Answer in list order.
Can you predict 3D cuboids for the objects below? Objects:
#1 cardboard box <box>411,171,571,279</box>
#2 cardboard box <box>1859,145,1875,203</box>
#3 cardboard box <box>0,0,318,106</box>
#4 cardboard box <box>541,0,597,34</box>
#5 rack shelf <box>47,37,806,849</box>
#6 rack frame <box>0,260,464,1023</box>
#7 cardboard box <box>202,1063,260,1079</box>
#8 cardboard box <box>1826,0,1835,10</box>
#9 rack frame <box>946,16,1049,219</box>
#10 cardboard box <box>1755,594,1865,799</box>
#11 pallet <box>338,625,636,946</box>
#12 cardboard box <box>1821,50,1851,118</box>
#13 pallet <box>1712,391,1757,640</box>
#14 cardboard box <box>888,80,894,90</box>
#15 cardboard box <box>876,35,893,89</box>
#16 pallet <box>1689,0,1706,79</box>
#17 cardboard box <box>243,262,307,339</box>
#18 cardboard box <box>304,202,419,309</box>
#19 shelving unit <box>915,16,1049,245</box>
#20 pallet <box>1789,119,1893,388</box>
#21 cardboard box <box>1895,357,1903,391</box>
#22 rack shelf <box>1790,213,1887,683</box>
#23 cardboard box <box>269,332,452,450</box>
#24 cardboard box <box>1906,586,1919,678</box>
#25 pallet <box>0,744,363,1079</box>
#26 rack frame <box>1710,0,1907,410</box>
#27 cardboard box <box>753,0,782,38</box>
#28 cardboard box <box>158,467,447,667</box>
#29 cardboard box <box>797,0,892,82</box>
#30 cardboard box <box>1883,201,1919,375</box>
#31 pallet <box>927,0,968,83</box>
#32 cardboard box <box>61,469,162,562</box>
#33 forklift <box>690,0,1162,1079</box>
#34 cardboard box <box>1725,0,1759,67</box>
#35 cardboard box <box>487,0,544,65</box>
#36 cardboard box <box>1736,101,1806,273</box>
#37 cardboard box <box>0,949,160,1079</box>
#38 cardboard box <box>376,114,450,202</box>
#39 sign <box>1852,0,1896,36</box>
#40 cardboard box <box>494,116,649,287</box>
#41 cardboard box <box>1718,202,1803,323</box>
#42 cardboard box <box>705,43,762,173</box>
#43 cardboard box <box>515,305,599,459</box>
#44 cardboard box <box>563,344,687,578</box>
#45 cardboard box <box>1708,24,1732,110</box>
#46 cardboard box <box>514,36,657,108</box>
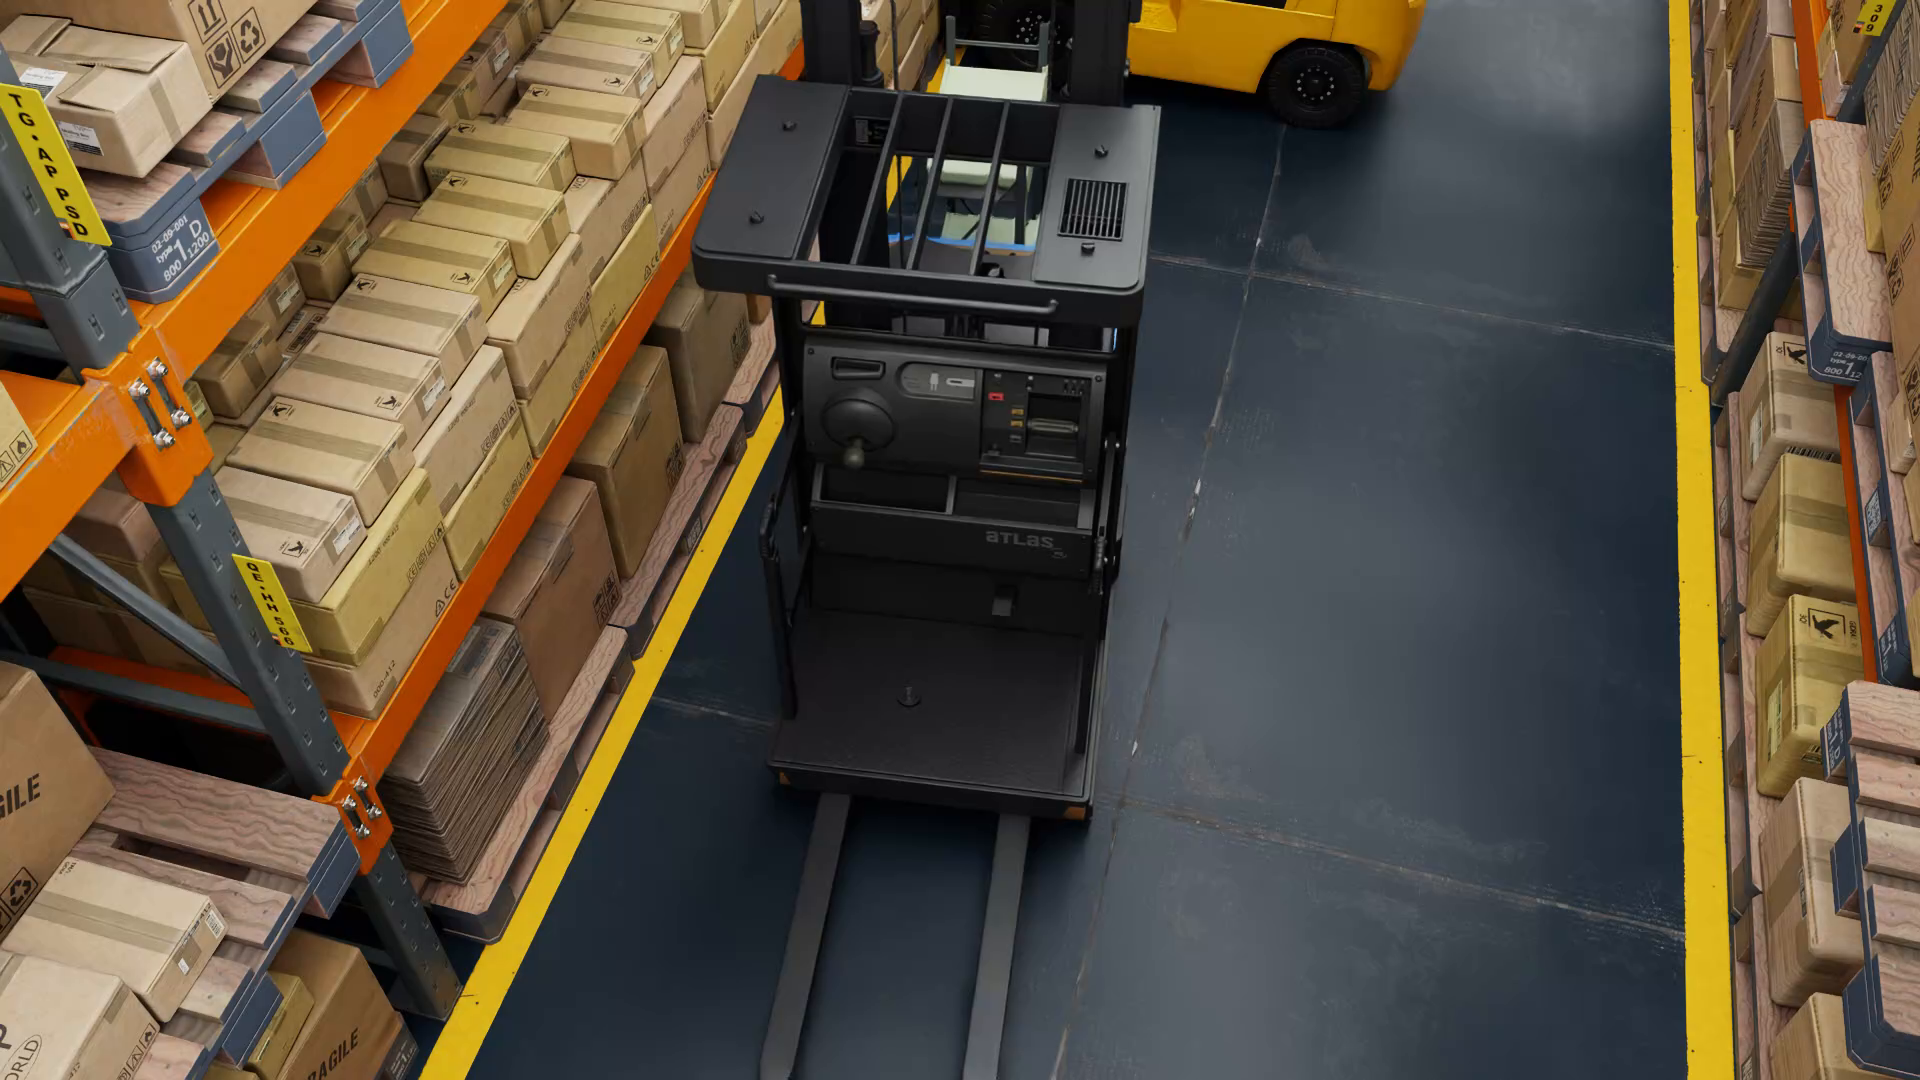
[{"bbox_3d":[-1.408,-0.951,5.008,0.380,0.149,0.250,13,50,11],"label":"cardboard box"},{"bbox_3d":[3.287,-1.230,5.641,0.380,0.149,0.250,12,50,11],"label":"cardboard box"},{"bbox_3d":[-1.680,-1.268,3.374,0.500,0.500,0.500,12,50,10],"label":"cardboard box"},{"bbox_3d":[-1.576,-1.926,6.134,0.500,0.250,0.500,11,50,10],"label":"cardboard box"},{"bbox_3d":[-1.579,-0.803,5.857,1.077,0.370,4.000,12,50,10],"label":"rack shelf"},{"bbox_3d":[-2.105,0.405,4.311,1.000,3.000,0.127,12,50,10],"label":"rack frame"},{"bbox_3d":[-2.033,1.490,4.308,0.380,0.149,0.250,9,49,8],"label":"cardboard box"},{"bbox_3d":[3.743,-2.387,6.510,0.500,0.500,0.500,13,50,11],"label":"cardboard box"},{"bbox_3d":[0.145,-1.516,7.006,0.400,1.500,0.023,6,49,5],"label":"rack frame"},{"bbox_3d":[3.234,0.623,5.591,0.950,0.372,0.625,13,50,11],"label":"cardboard box"},{"bbox_3d":[-1.851,0.740,5.875,1.003,0.211,1.213,12,50,10],"label":"pallet"},{"bbox_3d":[3.528,-1.721,6.354,0.380,0.149,0.250,11,50,10],"label":"cardboard box"},{"bbox_3d":[3.534,-0.025,6.550,1.003,0.211,1.213,12,50,10],"label":"pallet"},{"bbox_3d":[-0.606,-2.002,7.989,0.500,0.250,0.500,12,50,10],"label":"cardboard box"},{"bbox_3d":[-0.627,-2.172,7.805,0.500,0.250,0.500,11,50,10],"label":"cardboard box"},{"bbox_3d":[4.522,-2.846,9.040,1.003,0.211,1.213,12,50,10],"label":"pallet"},{"bbox_3d":[-2.130,-0.696,4.783,0.380,0.149,0.250,11,49,9],"label":"cardboard box"},{"bbox_3d":[-1.988,-0.822,5.161,0.500,0.250,0.500,11,50,10],"label":"cardboard box"},{"bbox_3d":[0.095,-1.244,6.766,0.431,1.500,0.755,6,49,5],"label":"shelving unit"},{"bbox_3d":[3.396,-0.924,5.611,1.003,0.211,1.213,12,50,10],"label":"pallet"},{"bbox_3d":[3.037,-0.474,4.974,0.380,0.149,0.250,12,50,10],"label":"cardboard box"},{"bbox_3d":[3.211,0.173,4.995,1.077,0.370,4.000,12,50,10],"label":"rack shelf"},{"bbox_3d":[-1.625,-0.399,4.521,0.380,0.149,0.250,13,50,11],"label":"cardboard box"},{"bbox_3d":[2.700,0.261,4.325,0.380,0.149,0.250,12,50,11],"label":"cardboard box"},{"bbox_3d":[-2.216,0.973,3.938,1.213,0.211,1.003,12,50,10],"label":"pallet"},{"bbox_3d":[3.737,-1.511,6.002,1.000,3.000,0.127,12,50,10],"label":"rack frame"},{"bbox_3d":[-0.935,-2.198,6.375,0.500,0.250,0.500,11,49,9],"label":"cardboard box"},{"bbox_3d":[-1.729,0.022,4.416,0.500,0.250,0.500,12,50,10],"label":"cardboard box"},{"bbox_3d":[-0.623,-2.336,7.617,0.500,0.250,0.500,11,49,9],"label":"cardboard box"},{"bbox_3d":[3.062,-0.782,4.813,0.500,0.500,0.500,11,50,10],"label":"cardboard box"},{"bbox_3d":[-0.484,-3.018,9.191,1.003,0.211,1.213,12,50,10],"label":"pallet"},{"bbox_3d":[-2.215,-0.118,4.273,0.380,0.149,0.250,13,50,11],"label":"cardboard box"},{"bbox_3d":[-0.050,-0.285,4.965,1.130,2.935,3.031,6,49,5],"label":"forklift"},{"bbox_3d":[4.032,-2.595,8.012,0.500,0.500,0.500,12,50,11],"label":"cardboard box"},{"bbox_3d":[-1.677,-1.796,5.754,0.380,0.149,0.250,12,50,10],"label":"cardboard box"},{"bbox_3d":[3.634,-1.469,7.019,0.500,0.500,0.500,11,49,10],"label":"cardboard box"},{"bbox_3d":[-2.071,1.143,3.479,0.500,0.250,0.500,9,49,8],"label":"cardboard box"},{"bbox_3d":[-1.830,-1.232,5.256,0.380,0.149,0.250,13,50,11],"label":"cardboard box"},{"bbox_3d":[3.212,-1.899,5.767,0.100,0.325,0.005,12,50,10],"label":"sign"},{"bbox_3d":[-1.355,-1.095,5.401,0.500,0.250,0.500,12,50,11],"label":"cardboard box"},{"bbox_3d":[3.633,-1.221,7.300,0.500,0.250,0.500,14,50,12],"label":"cardboard box"},{"bbox_3d":[-1.060,-1.658,6.231,0.500,0.250,0.500,11,50,10],"label":"cardboard box"},{"bbox_3d":[-1.487,-0.555,5.258,0.500,0.250,0.500,10,49,9],"label":"cardboard box"},{"bbox_3d":[-1.587,-0.358,6.288,0.875,0.625,0.625,10,49,8],"label":"cardboard box"},{"bbox_3d":[4.038,-2.340,8.287,0.500,0.250,0.500,15,50,13],"label":"cardboard box"},{"bbox_3d":[-1.236,-1.515,5.506,0.380,0.149,0.250,12,50,10],"label":"cardboard box"}]
